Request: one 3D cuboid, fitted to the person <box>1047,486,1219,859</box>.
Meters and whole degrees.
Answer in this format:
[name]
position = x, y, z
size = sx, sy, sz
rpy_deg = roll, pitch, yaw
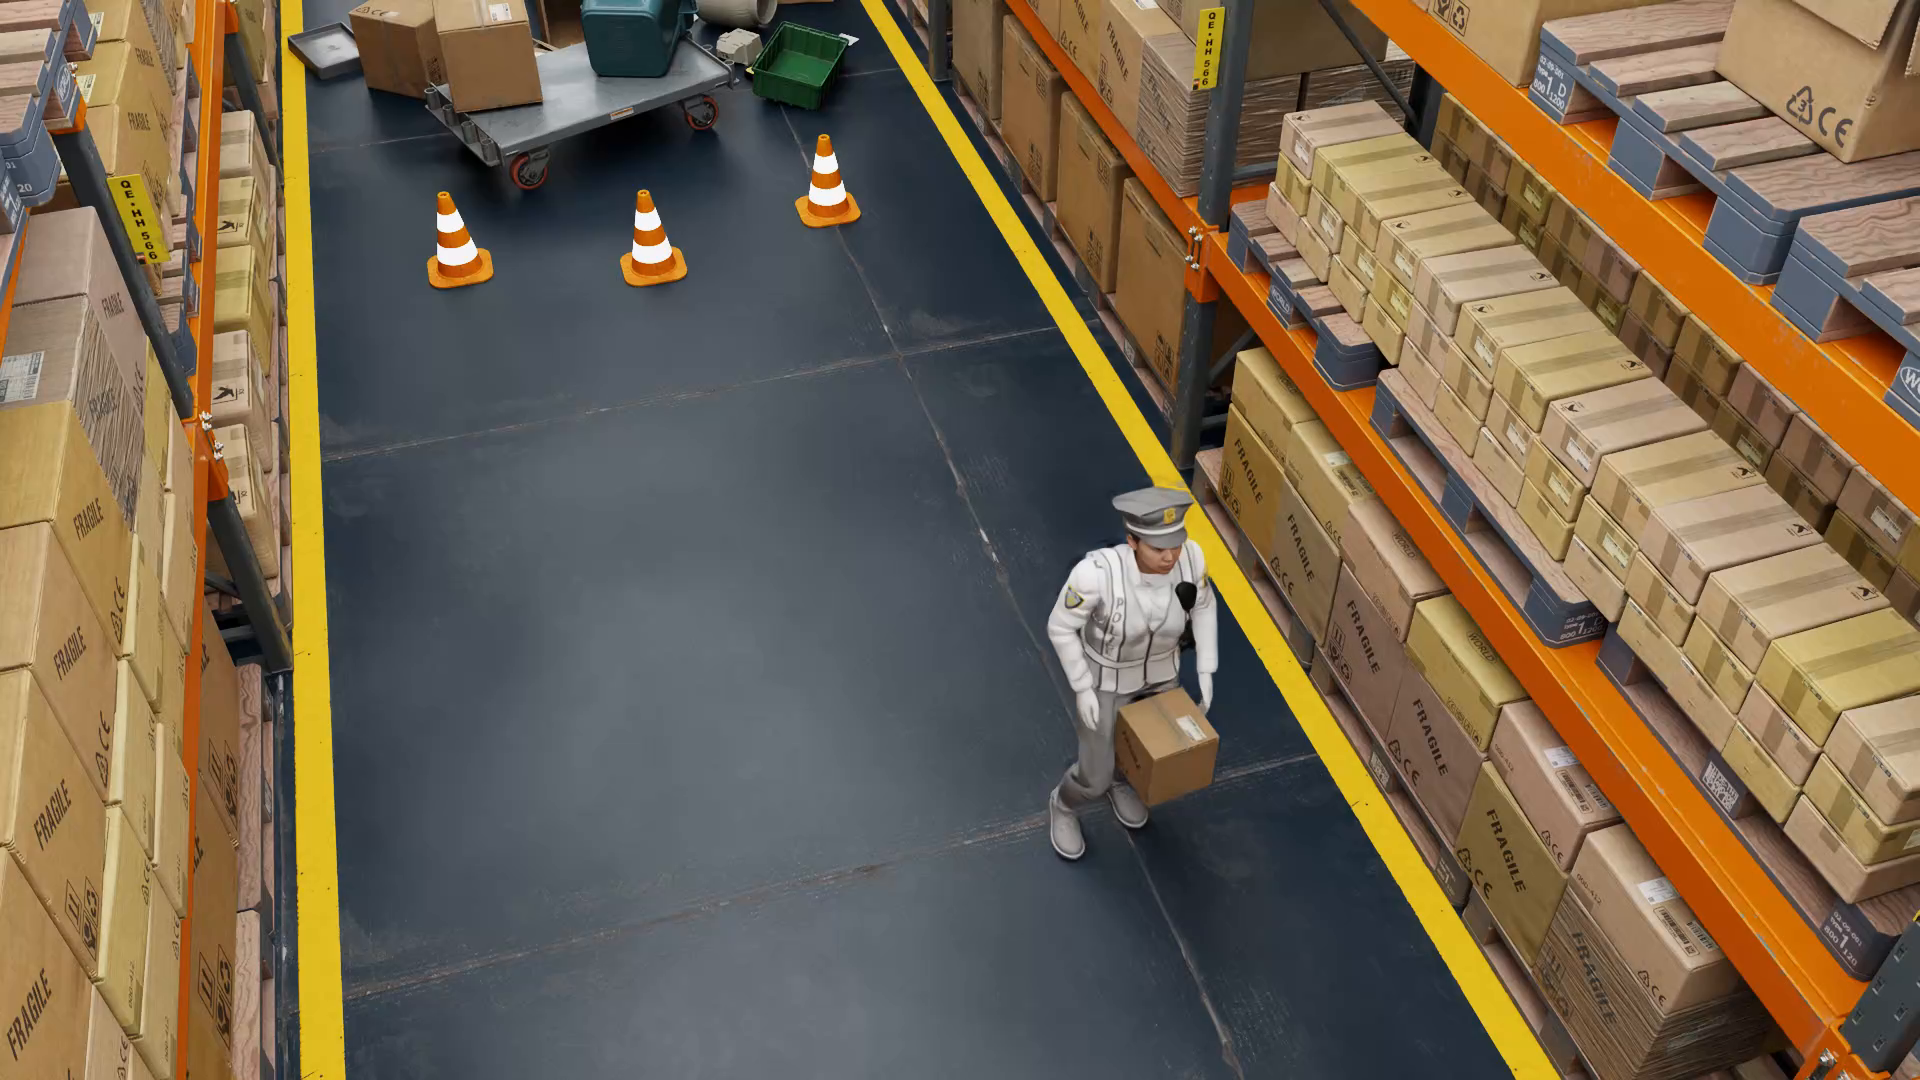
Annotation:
[person]
position = 0.594, 0.456, 5.664
size = 0.596, 1.656, 0.463
rpy_deg = -14, 44, -15
